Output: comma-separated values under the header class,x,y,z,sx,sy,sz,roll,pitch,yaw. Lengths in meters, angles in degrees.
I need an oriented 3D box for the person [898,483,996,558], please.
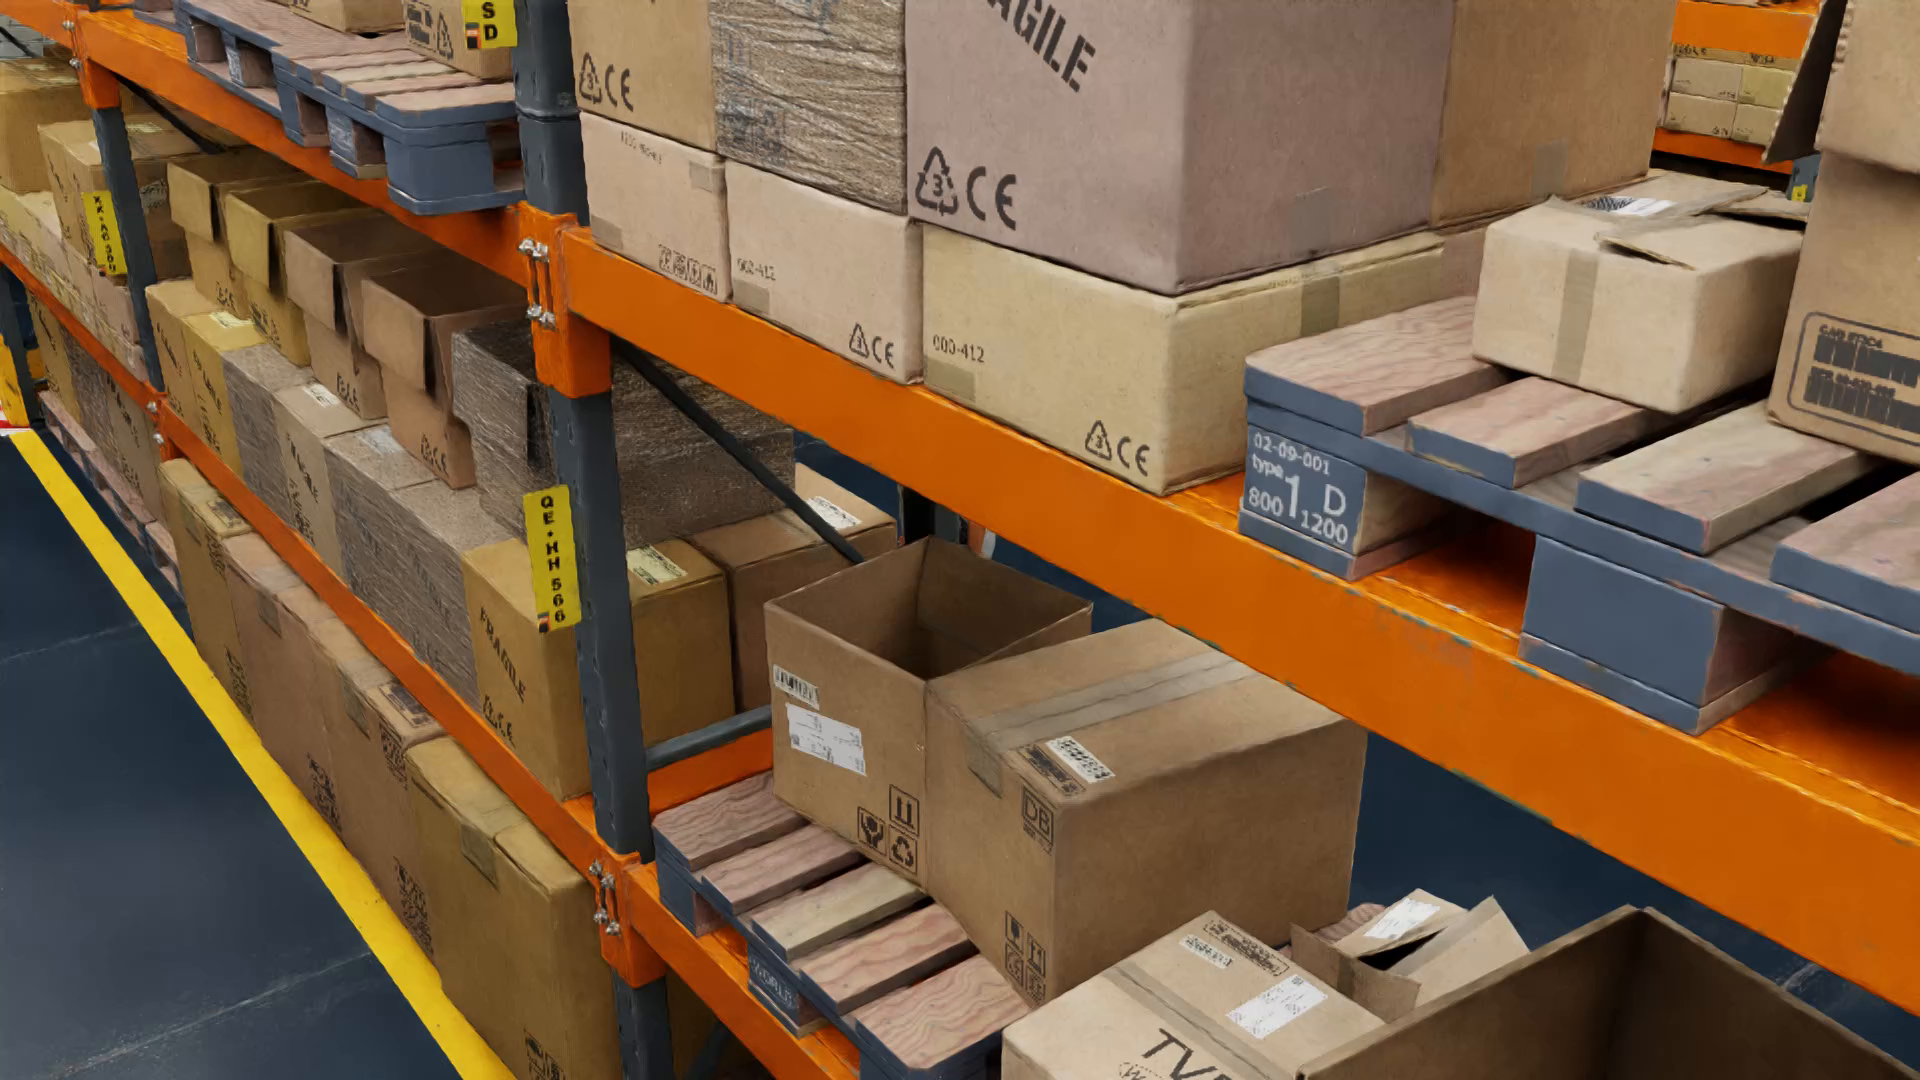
class,x,y,z,sx,sy,sz,roll,pitch,yaw
person,-0.025,-0.008,6.651,0.486,1.622,0.639,-9,26,-19
